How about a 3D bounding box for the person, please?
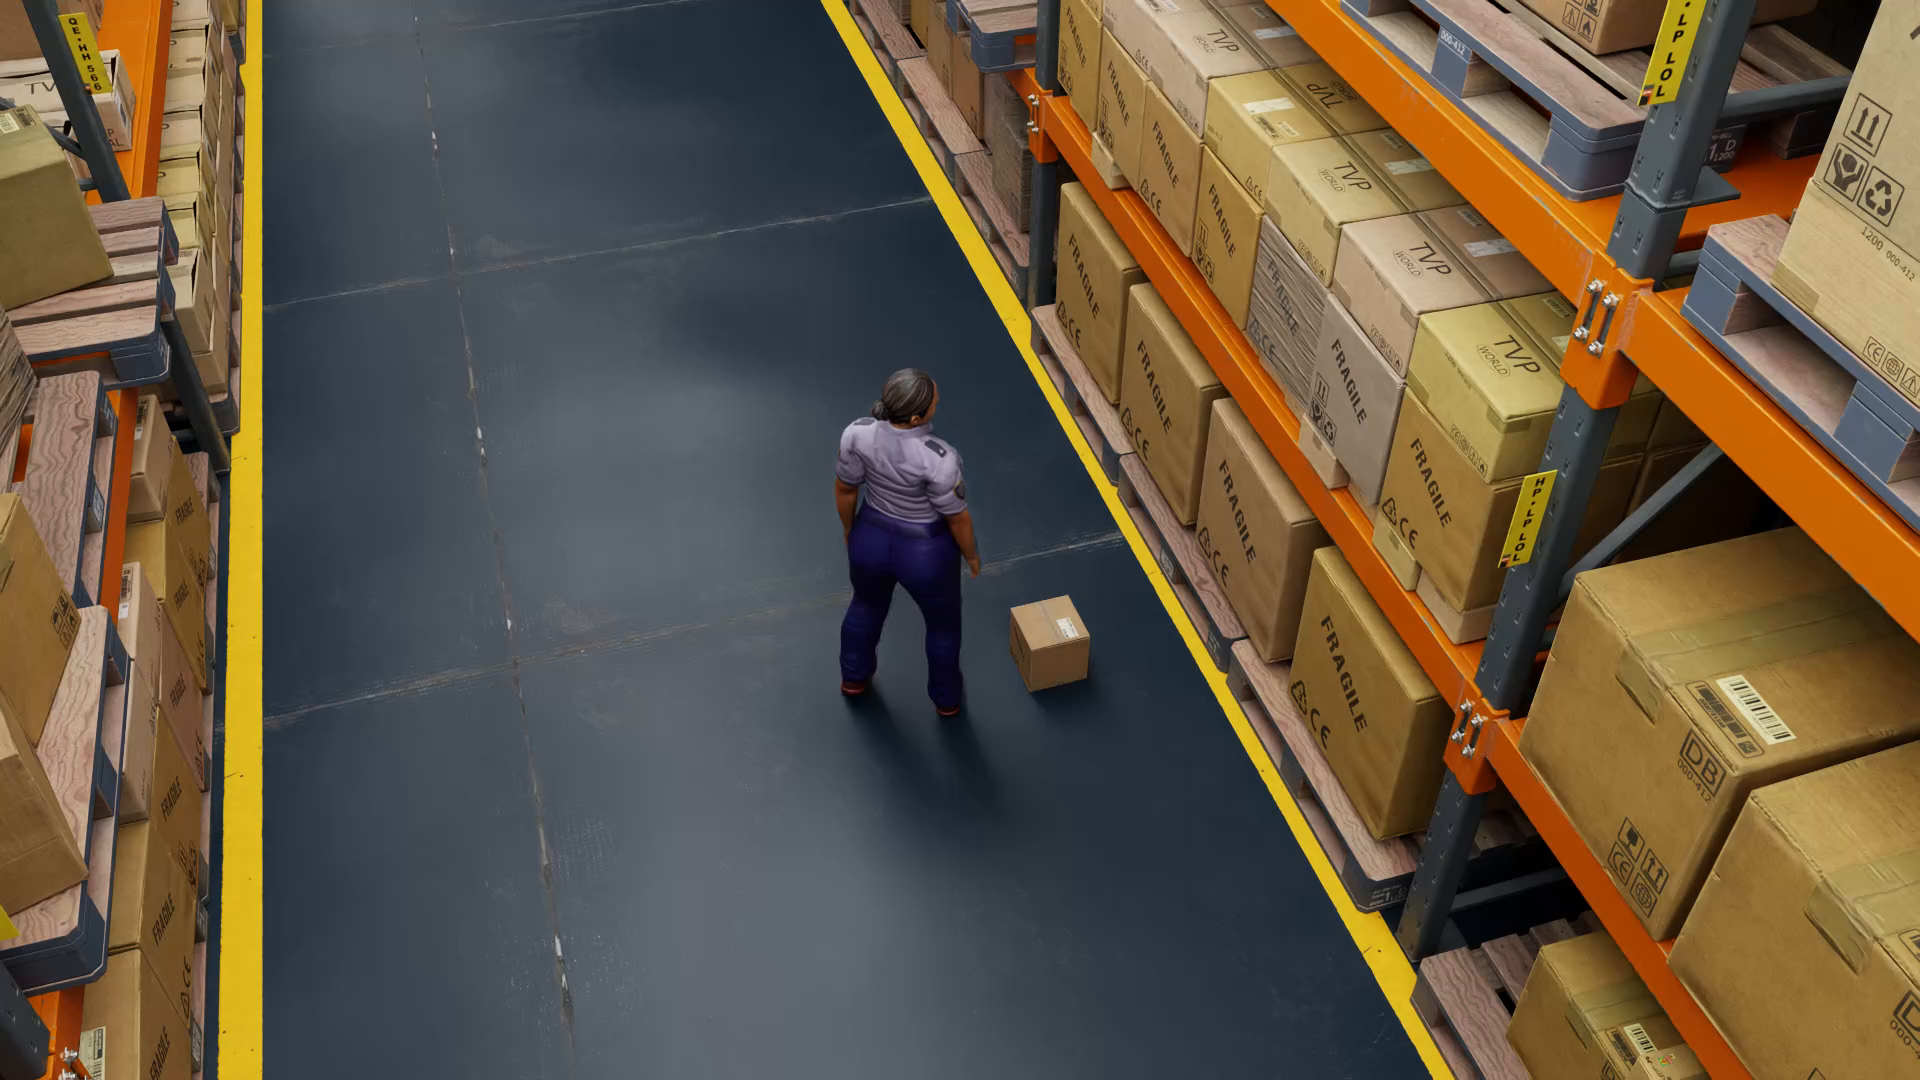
[{"bbox_3d":[-0.208,0.017,6.173,0.577,1.685,0.398,18,45,18],"label":"person"}]
